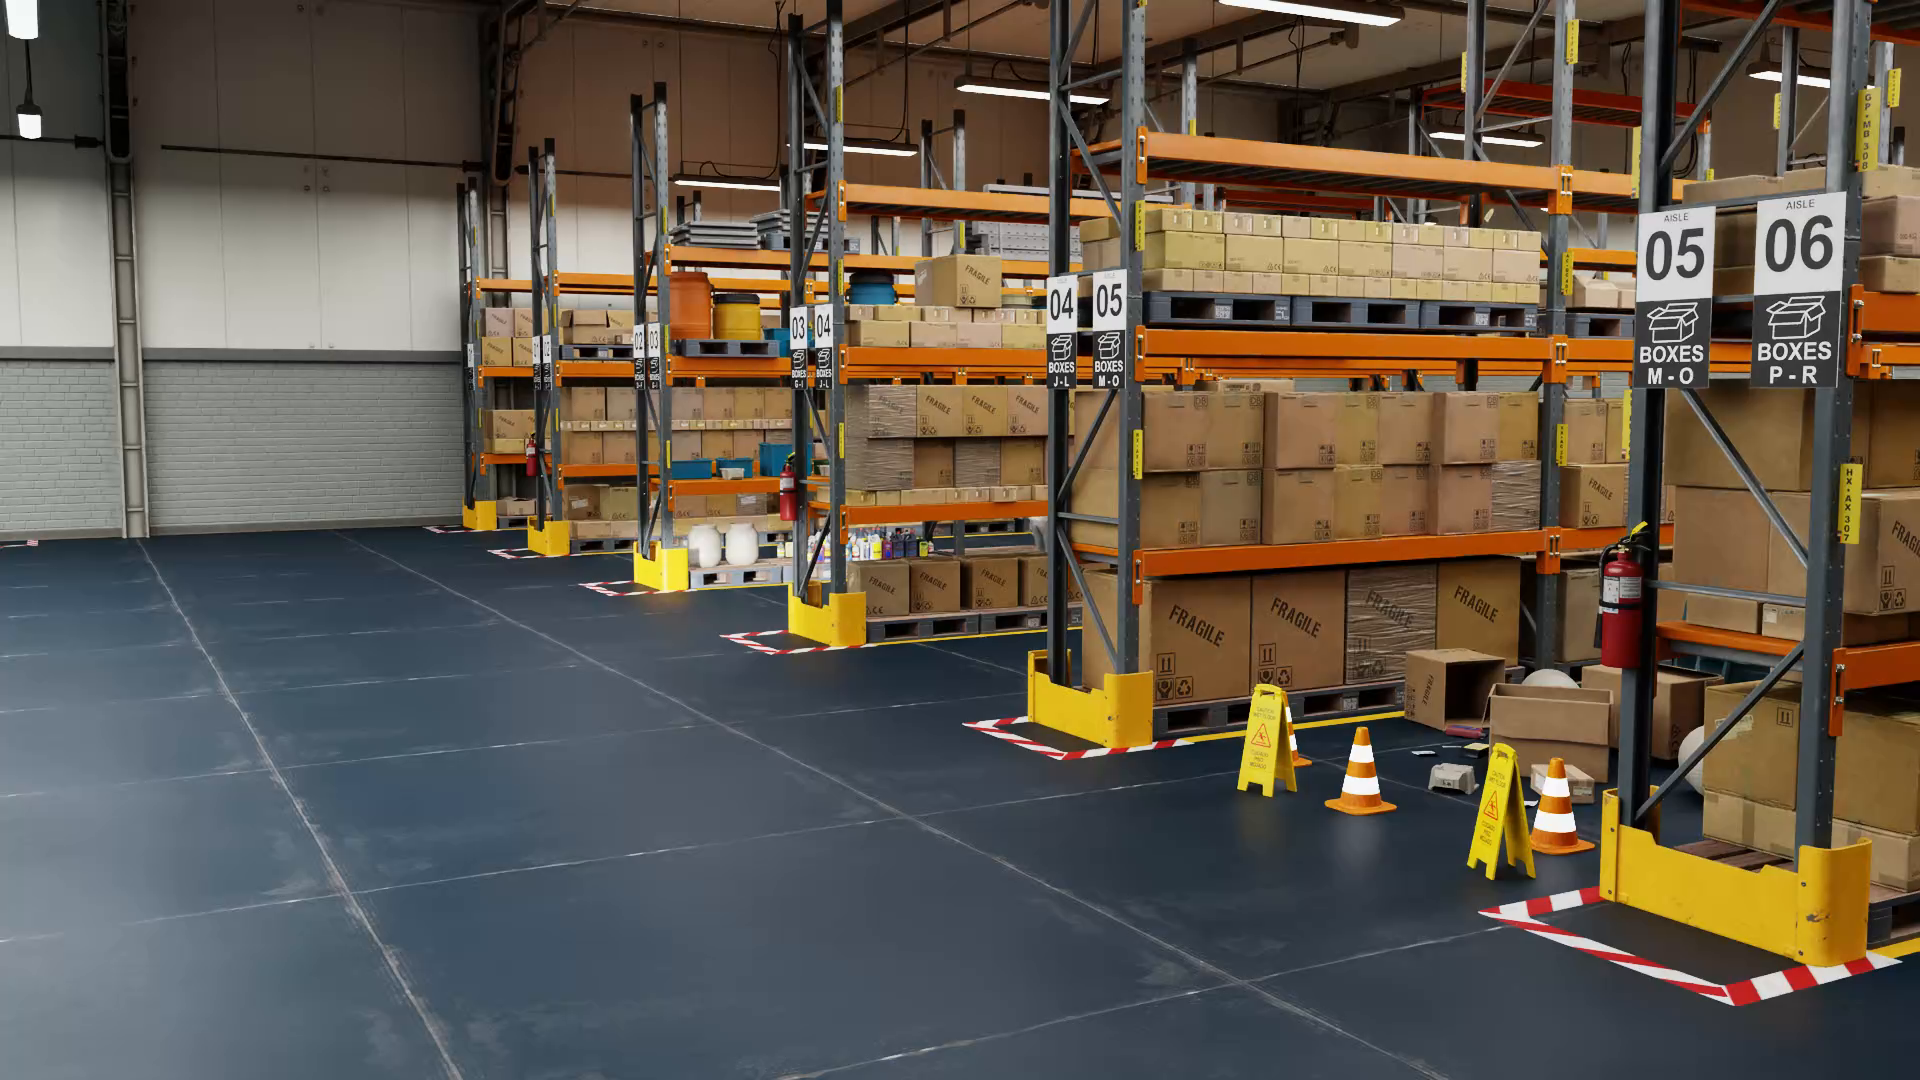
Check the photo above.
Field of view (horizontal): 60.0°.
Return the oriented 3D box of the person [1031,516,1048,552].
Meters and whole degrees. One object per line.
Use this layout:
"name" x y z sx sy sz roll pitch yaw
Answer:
"person" 1.004 -0.167 19.337 0.330 1.673 0.467 -3 6 -27
